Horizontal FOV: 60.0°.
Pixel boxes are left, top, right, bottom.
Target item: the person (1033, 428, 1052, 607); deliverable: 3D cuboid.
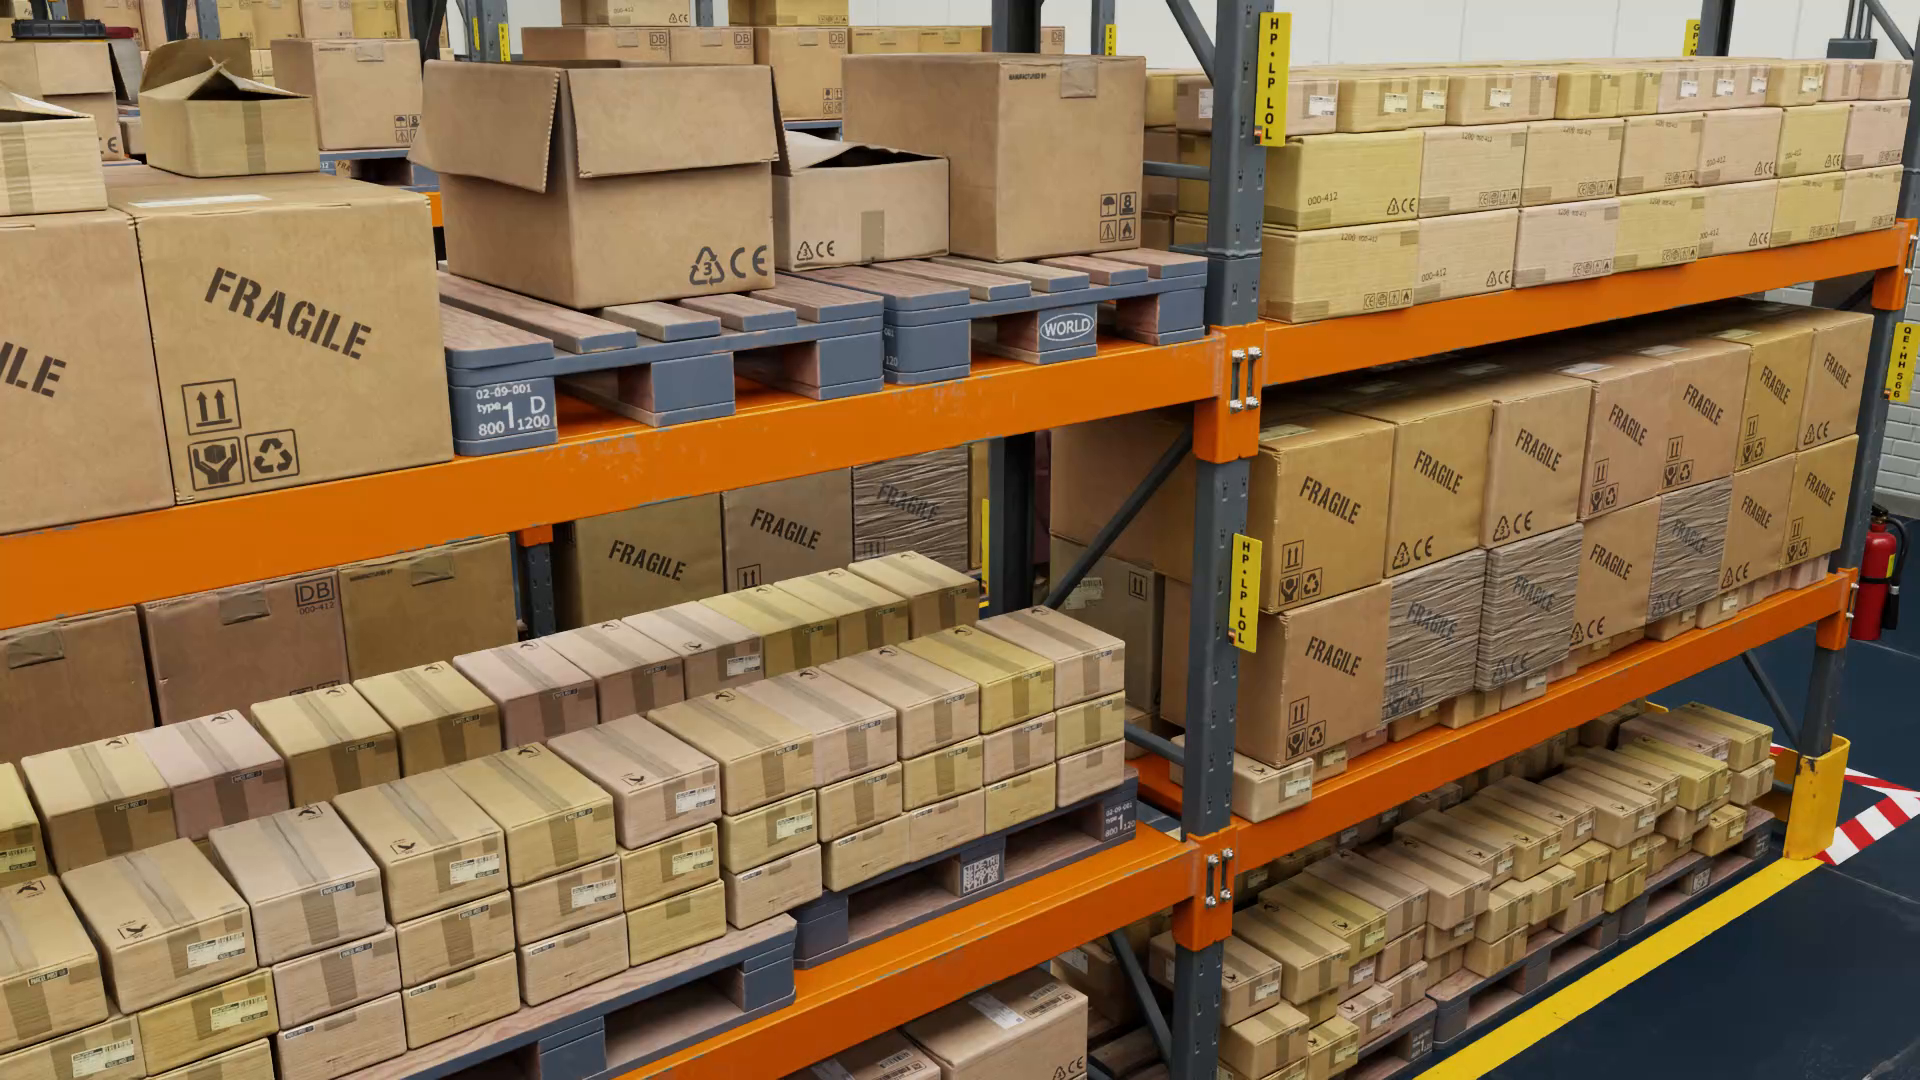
[{"bbox_3d":[0.384,-0.134,9.428,0.476,1.781,0.628,-7,19,-21],"label":"person"}]
